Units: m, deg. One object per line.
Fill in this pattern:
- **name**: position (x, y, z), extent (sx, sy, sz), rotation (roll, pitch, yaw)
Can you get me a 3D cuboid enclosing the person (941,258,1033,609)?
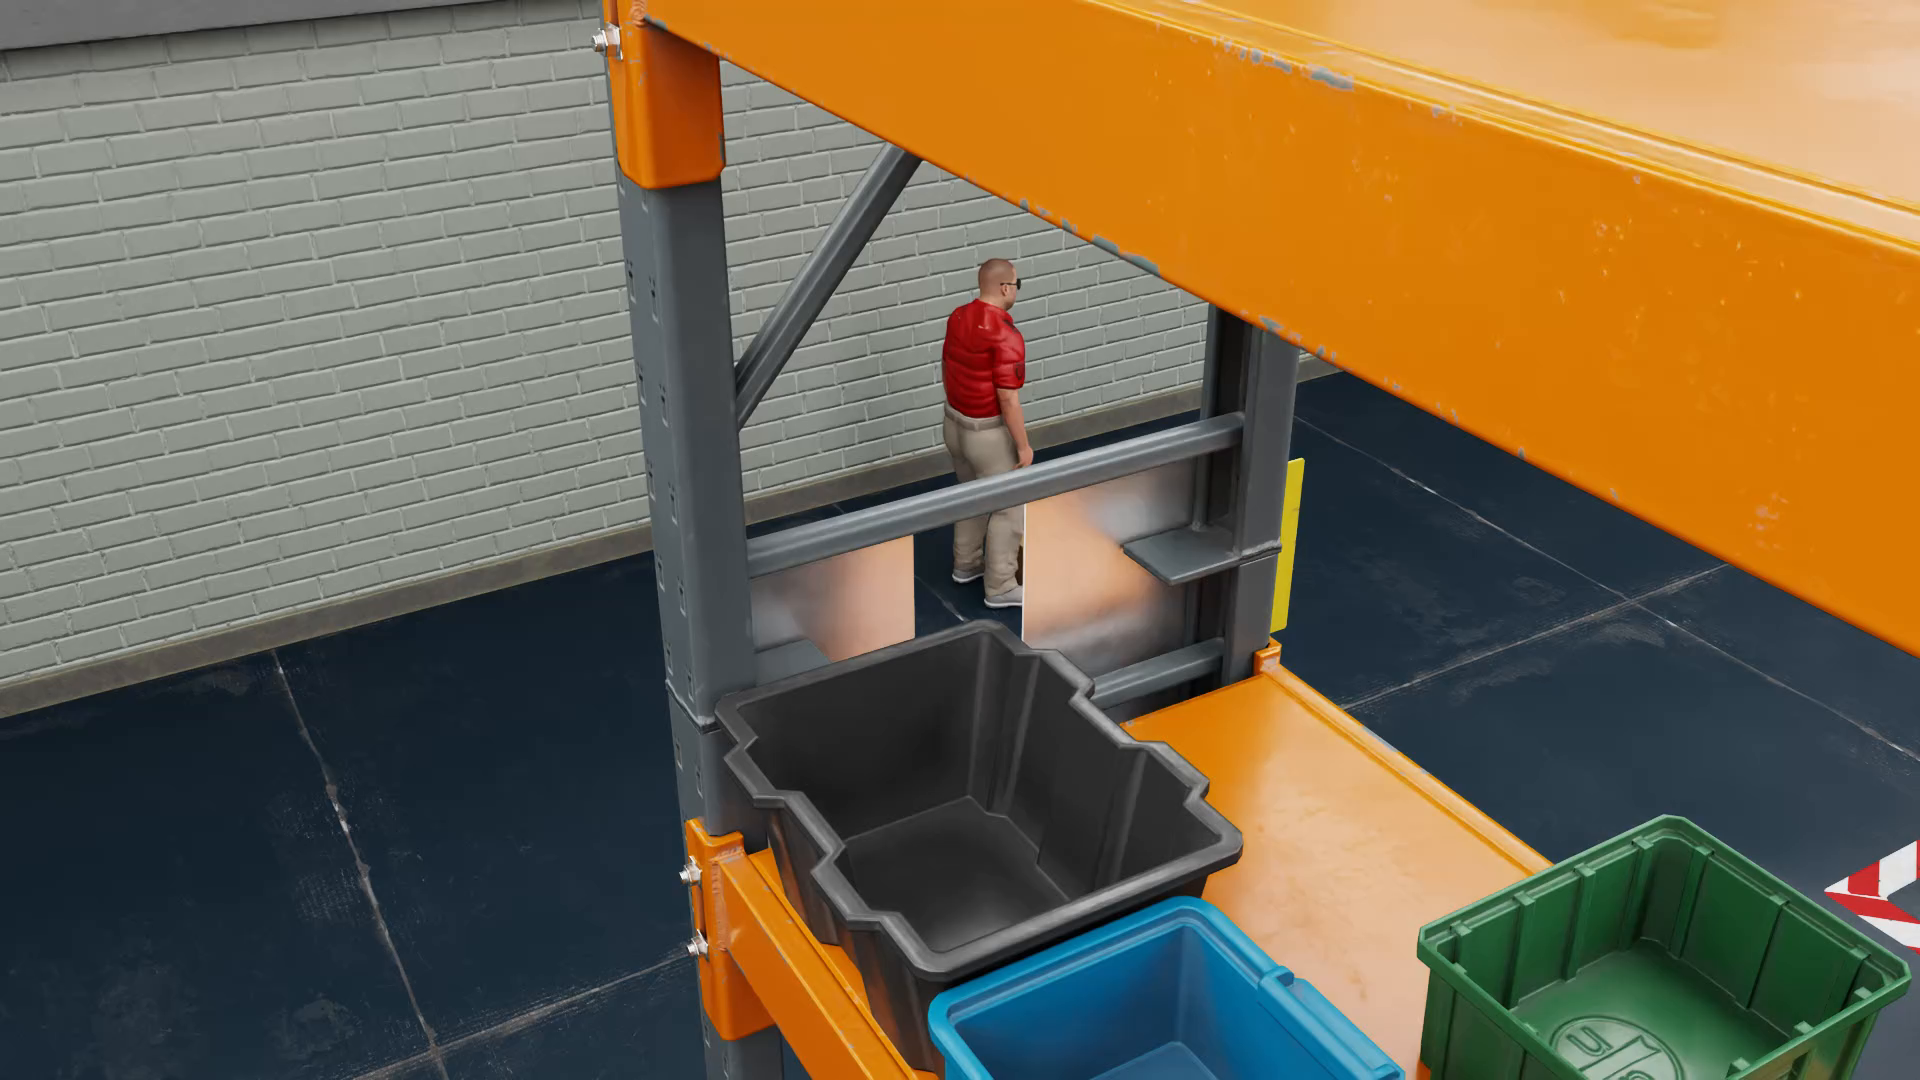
- **person**: position (0.143, -0.522, 8.088), extent (0.395, 1.726, 0.601), rotation (-18, 34, -29)
